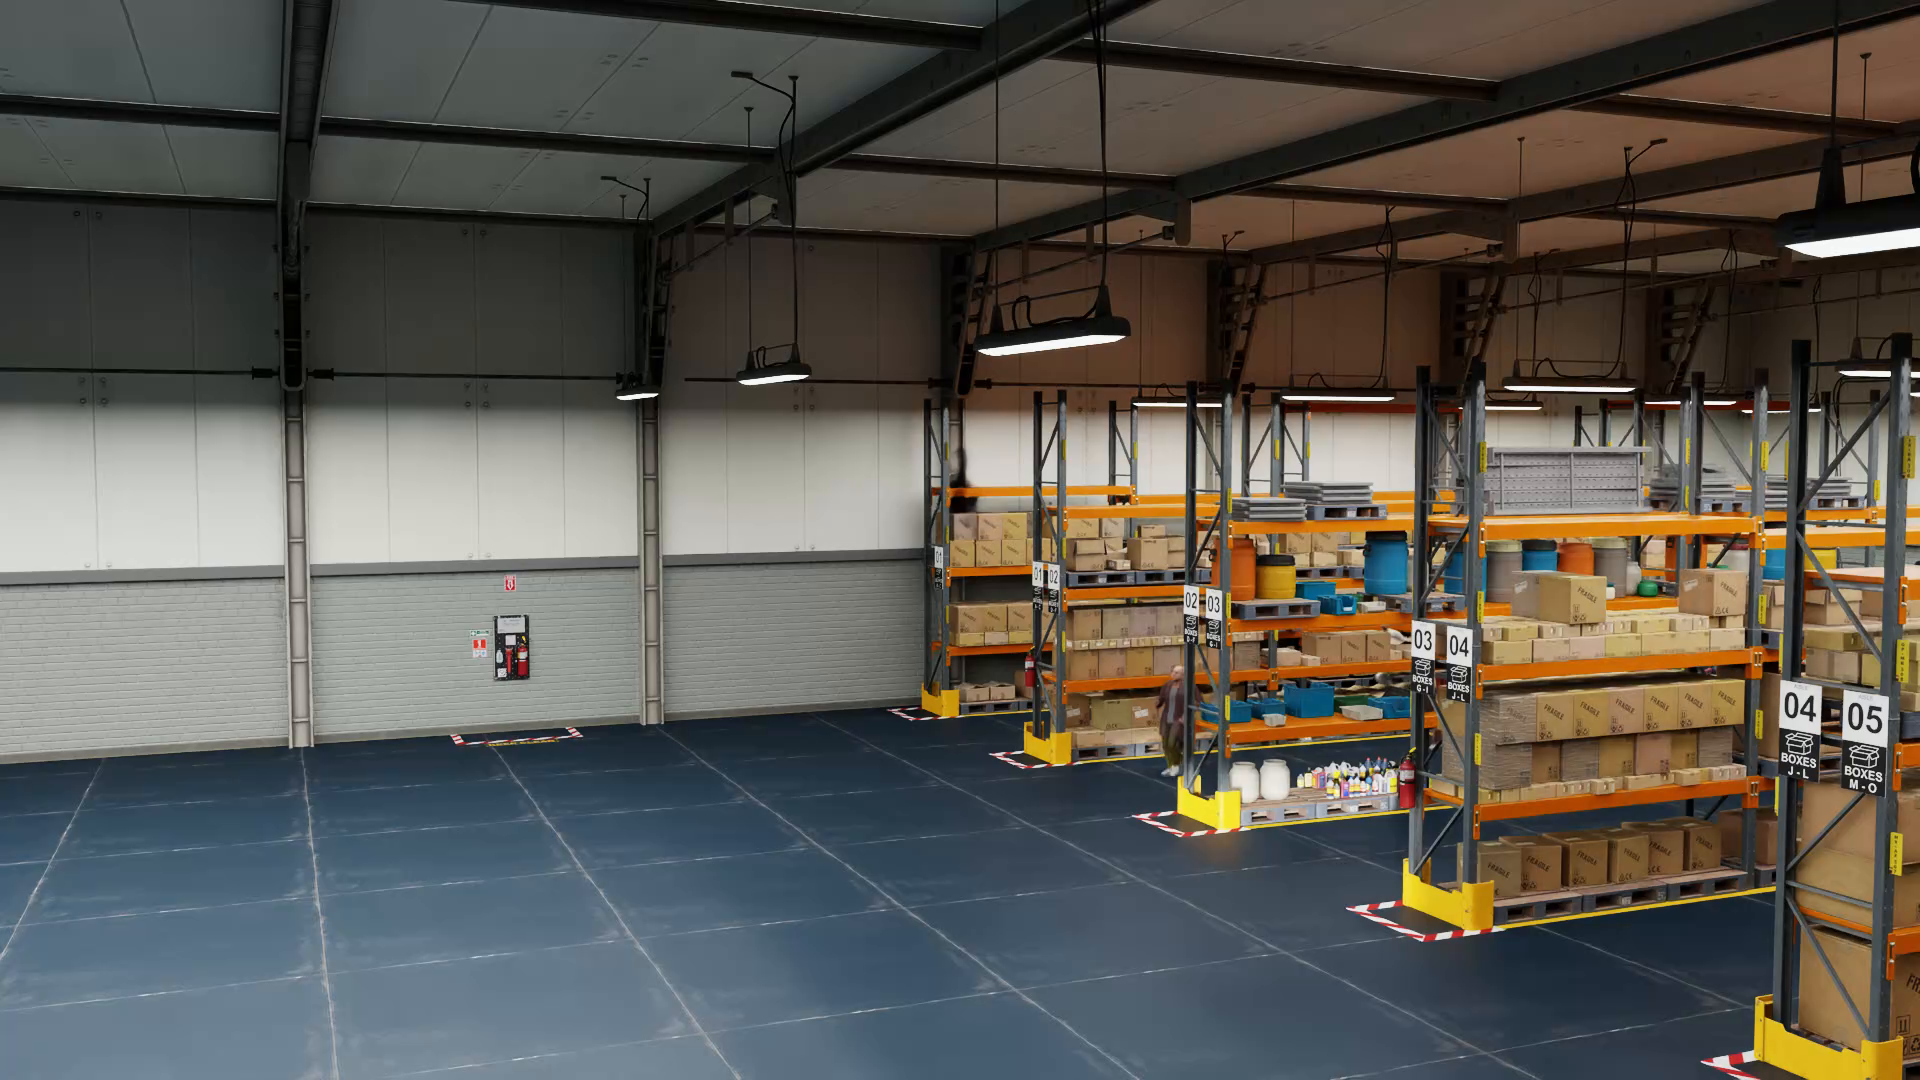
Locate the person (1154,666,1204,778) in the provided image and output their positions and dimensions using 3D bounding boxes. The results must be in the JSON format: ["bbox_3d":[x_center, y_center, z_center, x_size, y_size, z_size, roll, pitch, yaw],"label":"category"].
[{"bbox_3d":[3.304,2.799,25.488,0.729,1.751,0.680,3,4,39],"label":"person"}]

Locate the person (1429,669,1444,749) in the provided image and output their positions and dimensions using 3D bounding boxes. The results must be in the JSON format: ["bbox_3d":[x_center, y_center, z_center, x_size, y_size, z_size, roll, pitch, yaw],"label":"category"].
[{"bbox_3d":[8.060,2.721,27.989,0.651,1.601,0.552,-3,4,-41],"label":"person"}]

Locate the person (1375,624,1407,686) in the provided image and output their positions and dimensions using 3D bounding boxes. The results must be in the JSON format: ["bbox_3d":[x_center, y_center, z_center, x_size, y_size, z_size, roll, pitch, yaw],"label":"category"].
[{"bbox_3d":[8.280,2.380,32.358,0.847,1.780,0.677,-1,4,-22],"label":"person"}]

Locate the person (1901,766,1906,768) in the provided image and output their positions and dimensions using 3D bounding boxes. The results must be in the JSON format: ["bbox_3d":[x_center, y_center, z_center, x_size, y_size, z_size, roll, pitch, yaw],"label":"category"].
[{"bbox_3d":[9.855,3.250,17.427,0.788,1.783,0.672,-2,4,-27],"label":"person"}]
